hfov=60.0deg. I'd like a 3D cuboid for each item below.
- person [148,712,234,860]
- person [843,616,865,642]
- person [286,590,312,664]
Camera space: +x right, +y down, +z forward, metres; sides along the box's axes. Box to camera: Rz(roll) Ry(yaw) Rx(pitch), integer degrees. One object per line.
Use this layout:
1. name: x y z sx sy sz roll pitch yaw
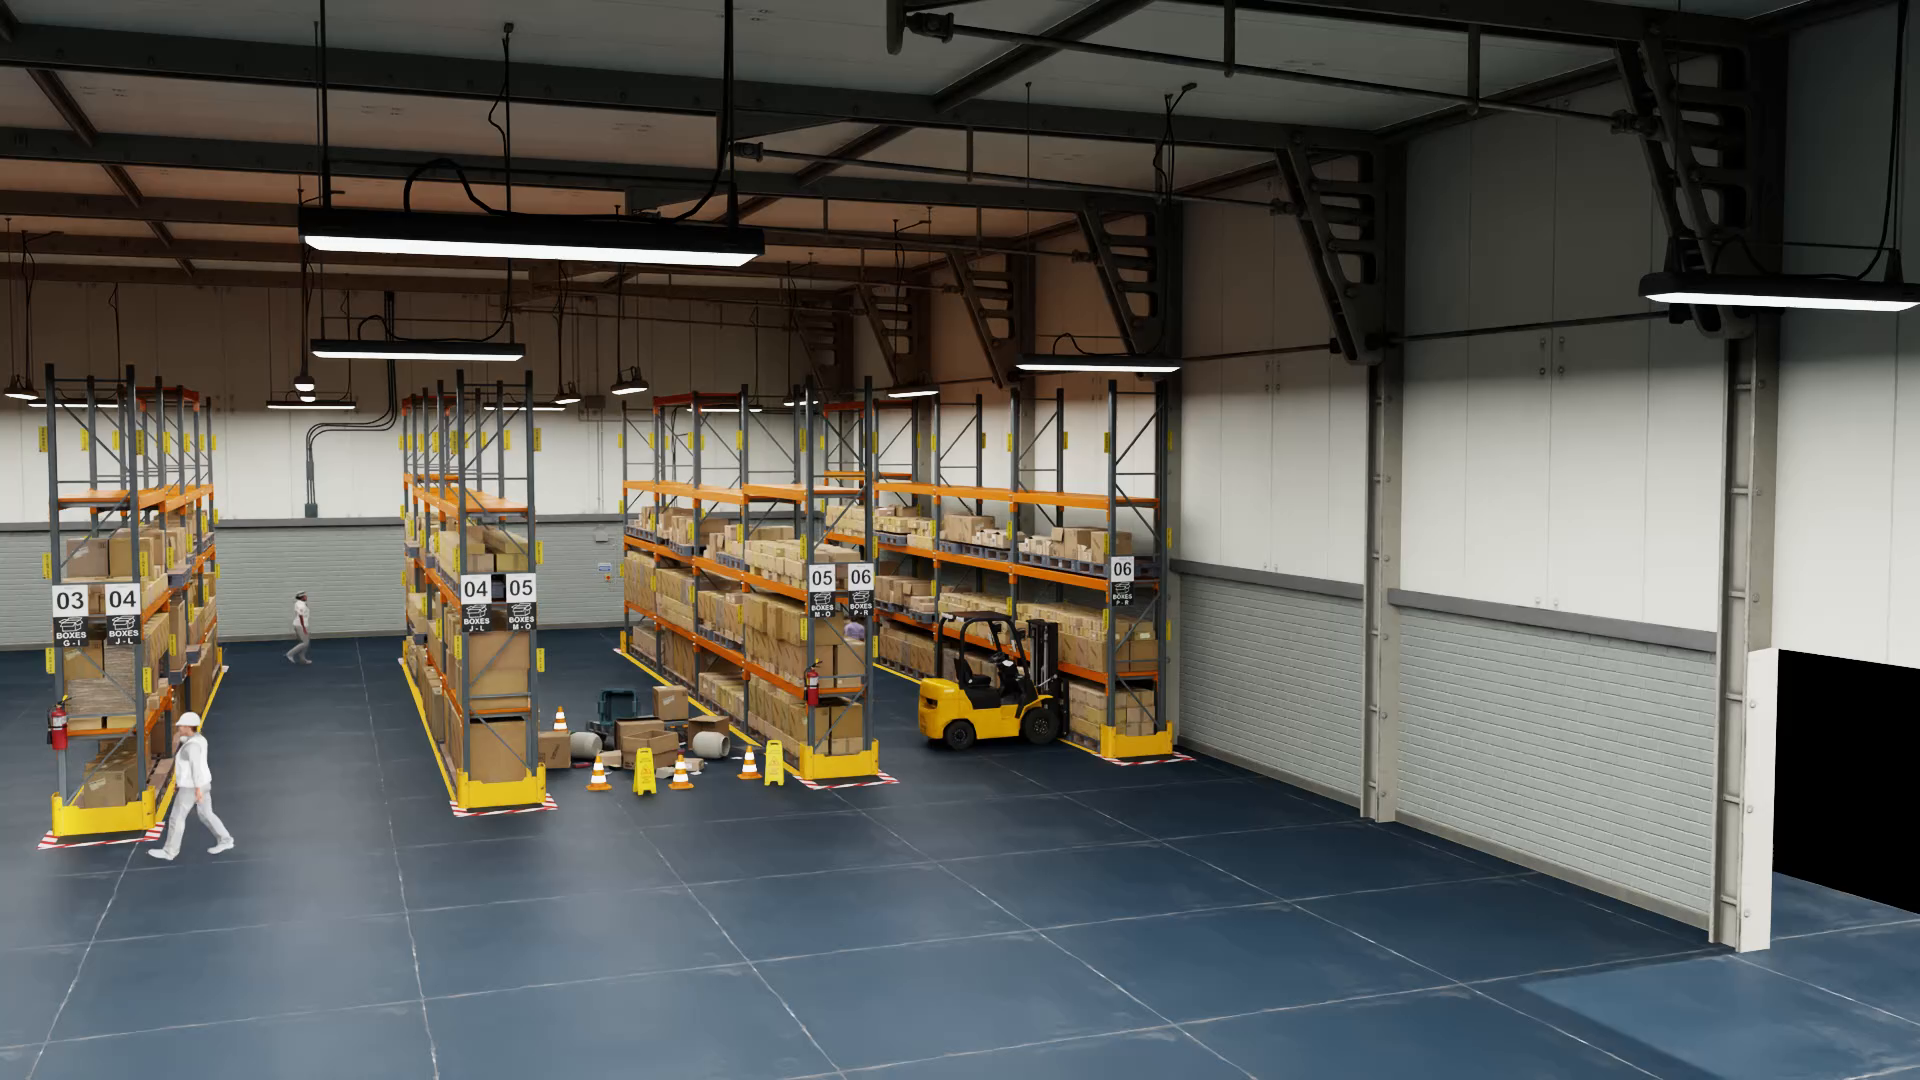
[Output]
1. person: -9.297 2.957 20.107 0.874 1.755 0.544 0 3 -6
2. person: -2.146 2.245 32.988 0.551 1.648 0.410 -1 4 -23
3. person: -14.879 1.964 37.365 0.639 1.676 0.486 -3 4 -40
